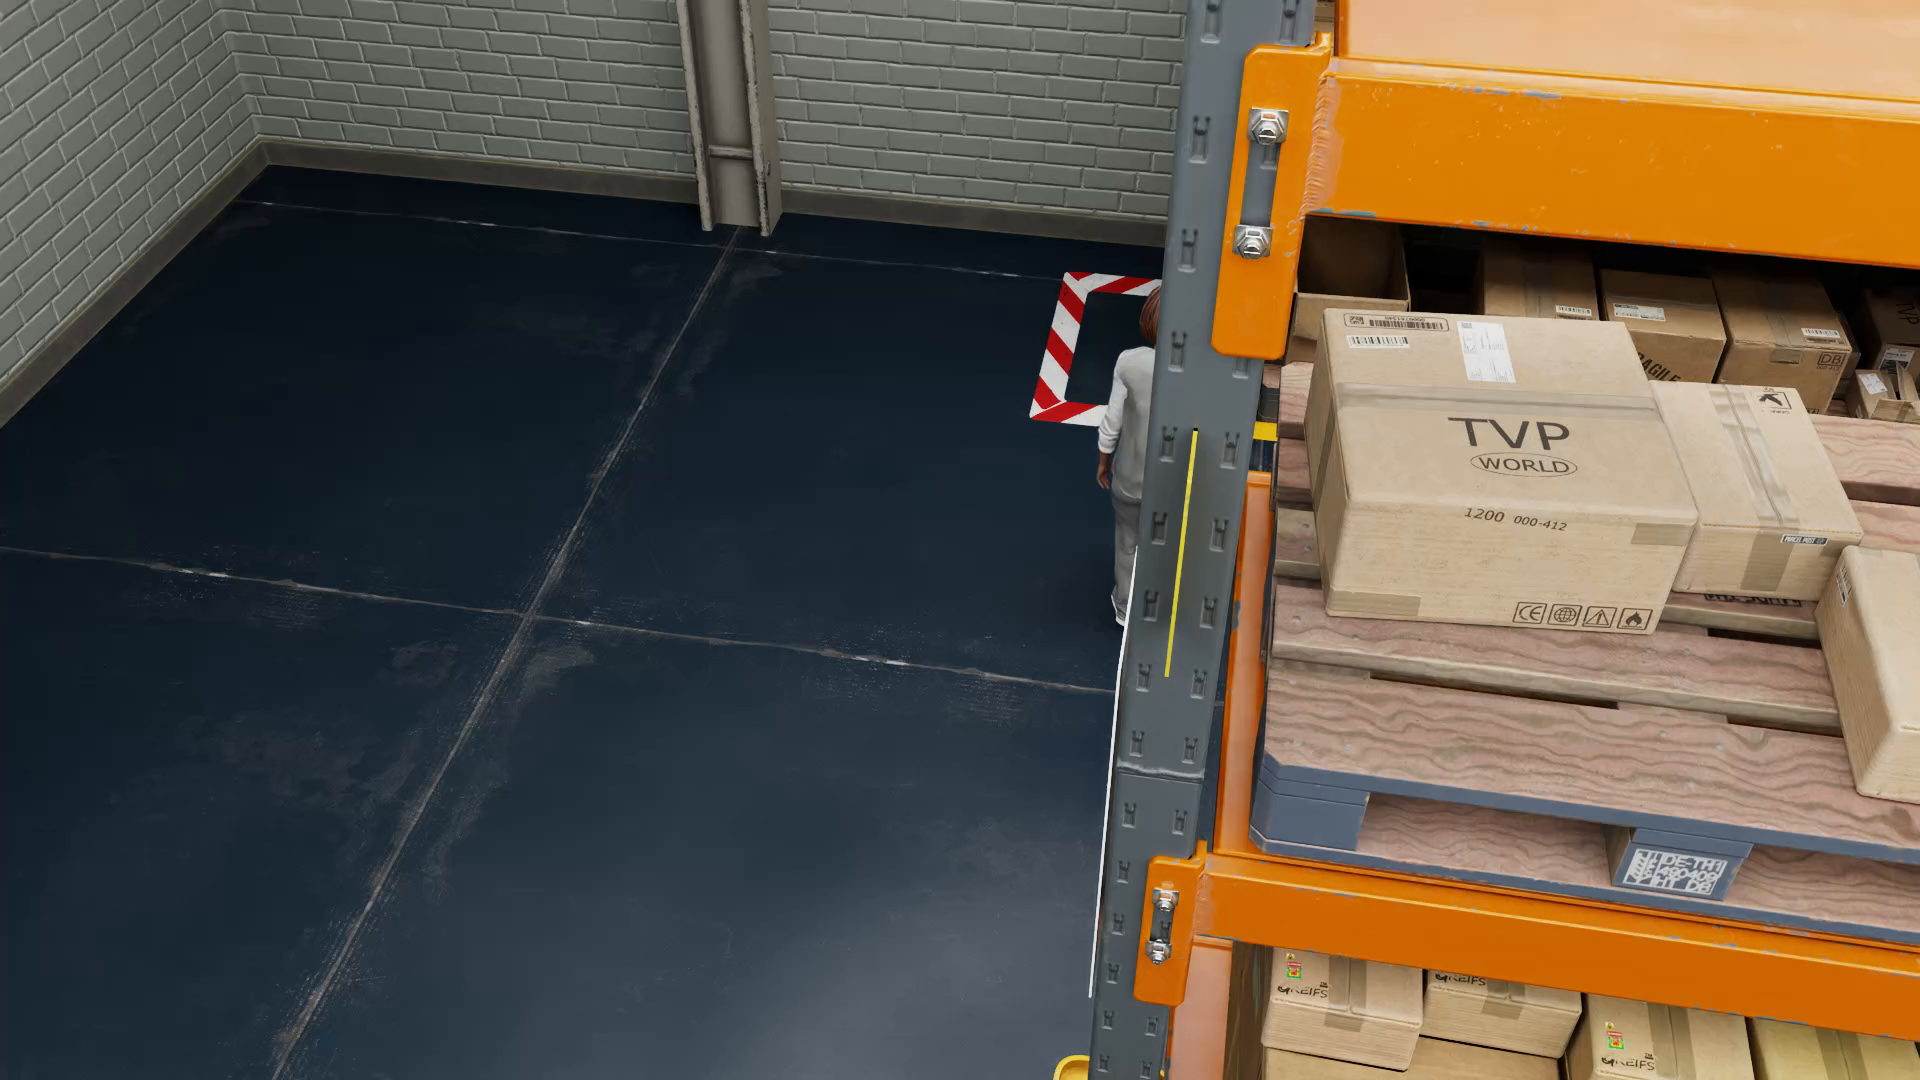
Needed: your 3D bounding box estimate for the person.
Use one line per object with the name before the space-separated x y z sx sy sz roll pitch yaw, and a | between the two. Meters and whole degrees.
person | 0.772 -0.272 6.478 0.485 1.593 0.374 4 41 5
